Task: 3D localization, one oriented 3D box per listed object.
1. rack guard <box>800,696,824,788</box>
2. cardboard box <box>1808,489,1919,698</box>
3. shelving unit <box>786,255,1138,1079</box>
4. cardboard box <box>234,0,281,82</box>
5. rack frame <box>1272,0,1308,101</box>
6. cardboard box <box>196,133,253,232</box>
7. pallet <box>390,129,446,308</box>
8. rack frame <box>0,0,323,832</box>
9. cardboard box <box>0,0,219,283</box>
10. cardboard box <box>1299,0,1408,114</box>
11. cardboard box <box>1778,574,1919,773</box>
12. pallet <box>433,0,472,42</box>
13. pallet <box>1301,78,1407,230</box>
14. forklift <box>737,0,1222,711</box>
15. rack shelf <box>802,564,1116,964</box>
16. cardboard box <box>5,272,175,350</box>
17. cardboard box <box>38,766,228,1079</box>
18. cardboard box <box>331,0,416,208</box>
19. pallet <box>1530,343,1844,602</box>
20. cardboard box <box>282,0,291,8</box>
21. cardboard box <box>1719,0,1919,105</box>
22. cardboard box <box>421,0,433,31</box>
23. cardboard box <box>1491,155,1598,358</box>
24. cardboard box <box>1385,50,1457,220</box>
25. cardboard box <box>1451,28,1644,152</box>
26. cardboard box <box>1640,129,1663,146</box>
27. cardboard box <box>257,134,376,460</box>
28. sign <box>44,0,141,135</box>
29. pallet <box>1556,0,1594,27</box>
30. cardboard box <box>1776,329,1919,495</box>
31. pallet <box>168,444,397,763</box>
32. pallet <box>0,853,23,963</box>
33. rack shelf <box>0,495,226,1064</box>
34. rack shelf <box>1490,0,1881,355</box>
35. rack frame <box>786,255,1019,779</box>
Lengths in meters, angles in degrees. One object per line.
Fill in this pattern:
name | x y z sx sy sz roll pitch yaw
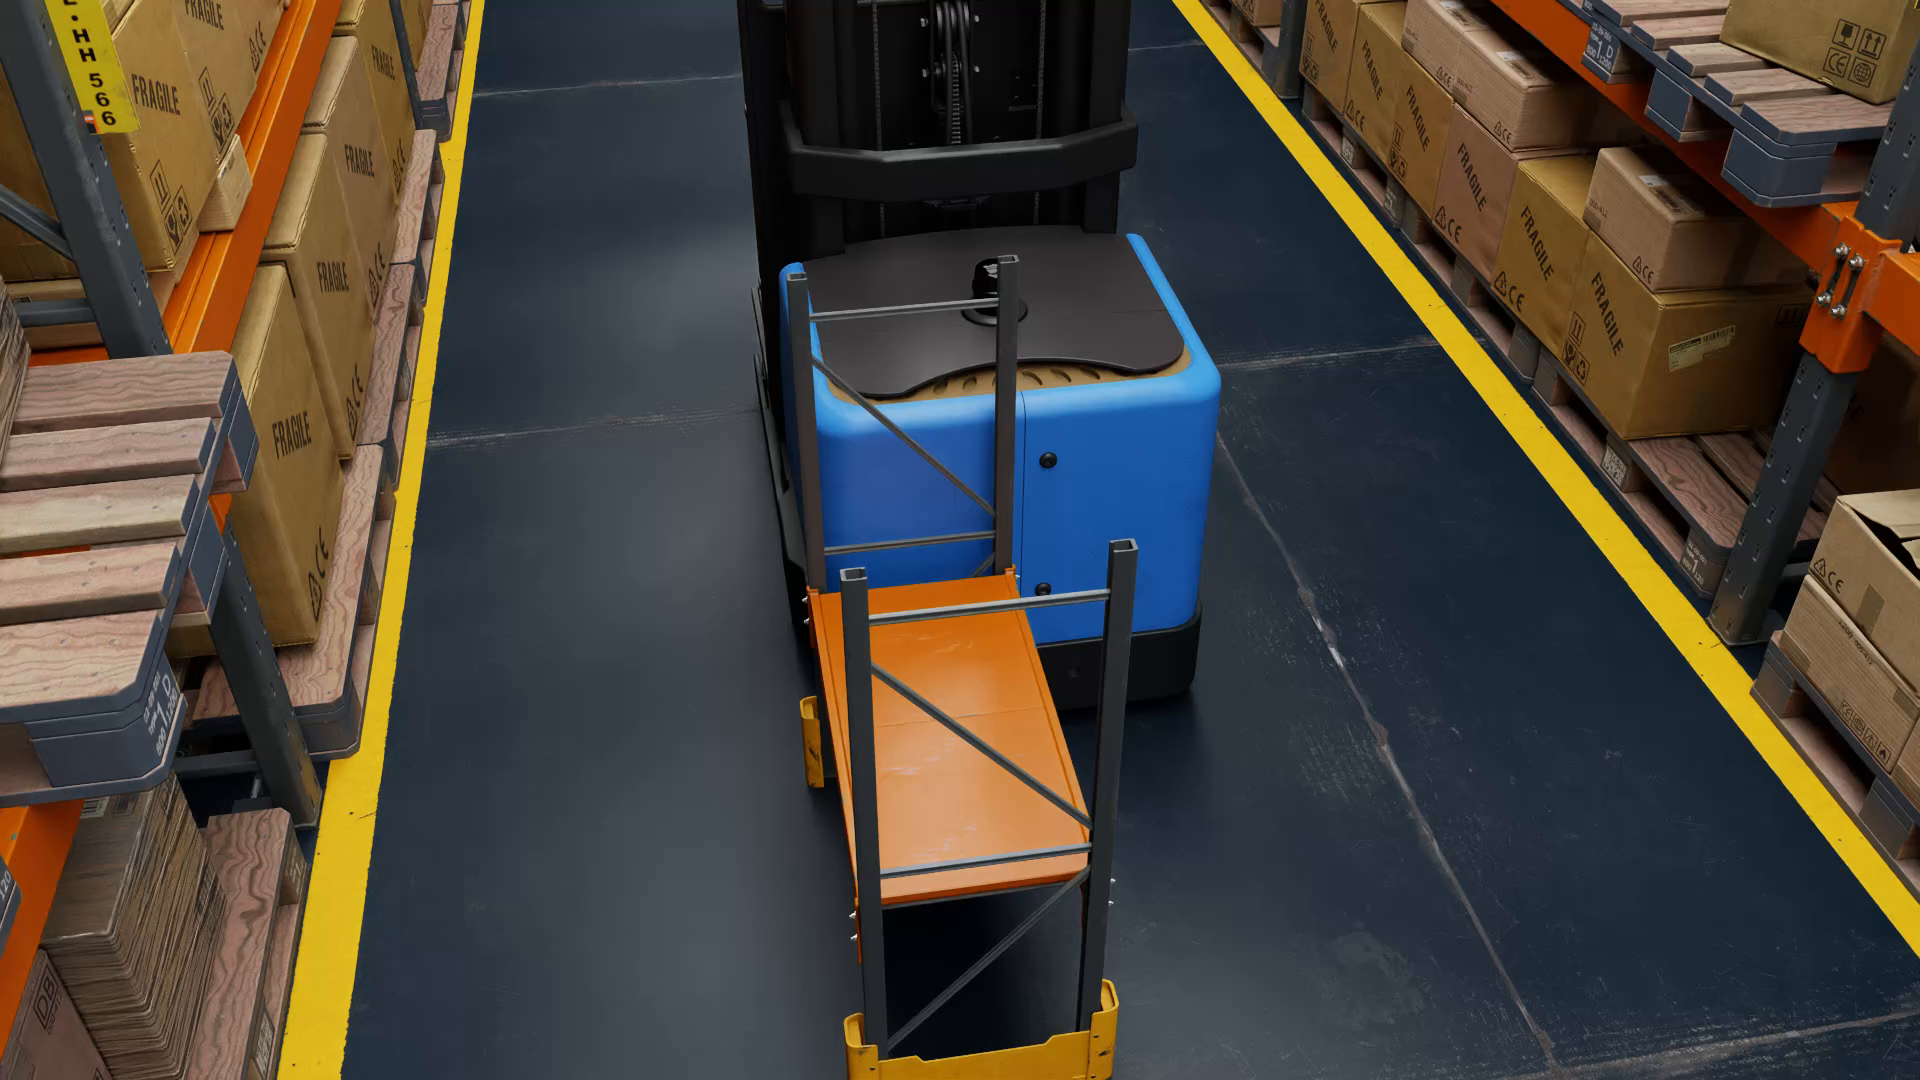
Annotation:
rack guard | -0.121 0.504 4.398 0.587 0.250 0.087 -6 38 -8
cardboard box | 2.518 0.088 4.133 0.500 0.311 0.500 -5 38 -6
shelving unit | -0.037 0.312 3.626 0.587 1.500 1.083 -6 38 -8
cardboard box | -2.163 -1.526 4.429 0.500 0.500 0.500 -6 38 -8
rack frame | 2.014 -3.374 7.148 1.000 3.000 0.127 -6 38 -8
cardboard box | -1.990 -0.878 4.124 0.380 0.149 0.250 -5 38 -7
pallet | -2.653 -1.280 6.725 1.003 0.211 1.213 -6 38 -8
rack frame | -2.161 -0.423 3.349 1.000 3.000 0.127 -6 38 -8
cardboard box | -1.994 -0.909 3.634 0.500 0.500 0.500 -5 38 -7
cardboard box | 1.859 -2.242 7.370 0.500 0.500 0.500 -8 39 -10
cardboard box | 2.518 0.310 4.305 0.500 0.250 0.500 -6 38 -8
pallet | -3.136 -2.944 8.867 1.003 0.211 1.213 -6 38 -8
pallet | 2.194 -1.786 7.376 1.003 0.211 1.213 -6 38 -8
forklift | -0.112 -1.538 4.840 1.130 2.935 3.031 -6 38 -8
rack shelf | -0.035 0.459 3.730 0.538 0.185 1.000 -6 38 -8
cardboard box | -1.991 -0.555 3.708 0.380 0.149 0.250 -7 38 -9
cardboard box | -1.984 0.820 3.429 0.700 0.500 0.500 -6 38 -7
cardboard box | -2.620 -1.777 6.503 0.750 0.750 0.750 -6 38 -7
pallet | 2.622 -0.312 5.479 1.003 0.211 1.213 -6 38 -8
cardboard box | -2.345 -1.802 5.313 0.380 0.149 0.250 -7 38 -9
cardboard box | 2.494 -1.532 4.353 0.700 0.500 0.500 -19 42 -23
cardboard box | -2.977 -2.784 8.084 0.700 0.500 0.500 -7 38 -8
cardboard box | 2.230 -0.997 5.767 0.500 0.500 0.500 -8 38 -10
cardboard box | 2.044 -1.619 6.567 0.500 0.500 0.500 -6 38 -7
cardboard box | 2.123 -1.631 5.973 0.500 0.250 0.500 -7 38 -9
cardboard box | 2.640 -1.384 6.265 0.500 0.500 0.500 -7 38 -9
cardboard box | -2.308 -0.728 5.152 0.750 0.750 0.750 -6 38 -8
sign | -1.629 -0.913 3.101 0.100 0.325 0.005 -6 38 -8
pallet | 2.370 -2.056 5.608 1.003 0.211 1.213 -6 38 -8
cardboard box | 2.917 -0.450 5.063 0.500 0.500 0.500 -5 38 -6
pallet | -2.225 0.194 4.828 1.003 0.211 1.213 -6 38 -8
pallet | -1.774 0.844 1.875 1.003 0.211 1.213 -6 38 -8
rack shelf | -1.810 1.069 2.015 1.077 0.370 4.000 -6 38 -8
rack shelf | 2.365 -1.882 5.814 1.077 0.370 4.000 -6 38 -8
rack frame | -0.121 0.010 4.015 0.500 1.500 0.032 -6 38 -8
